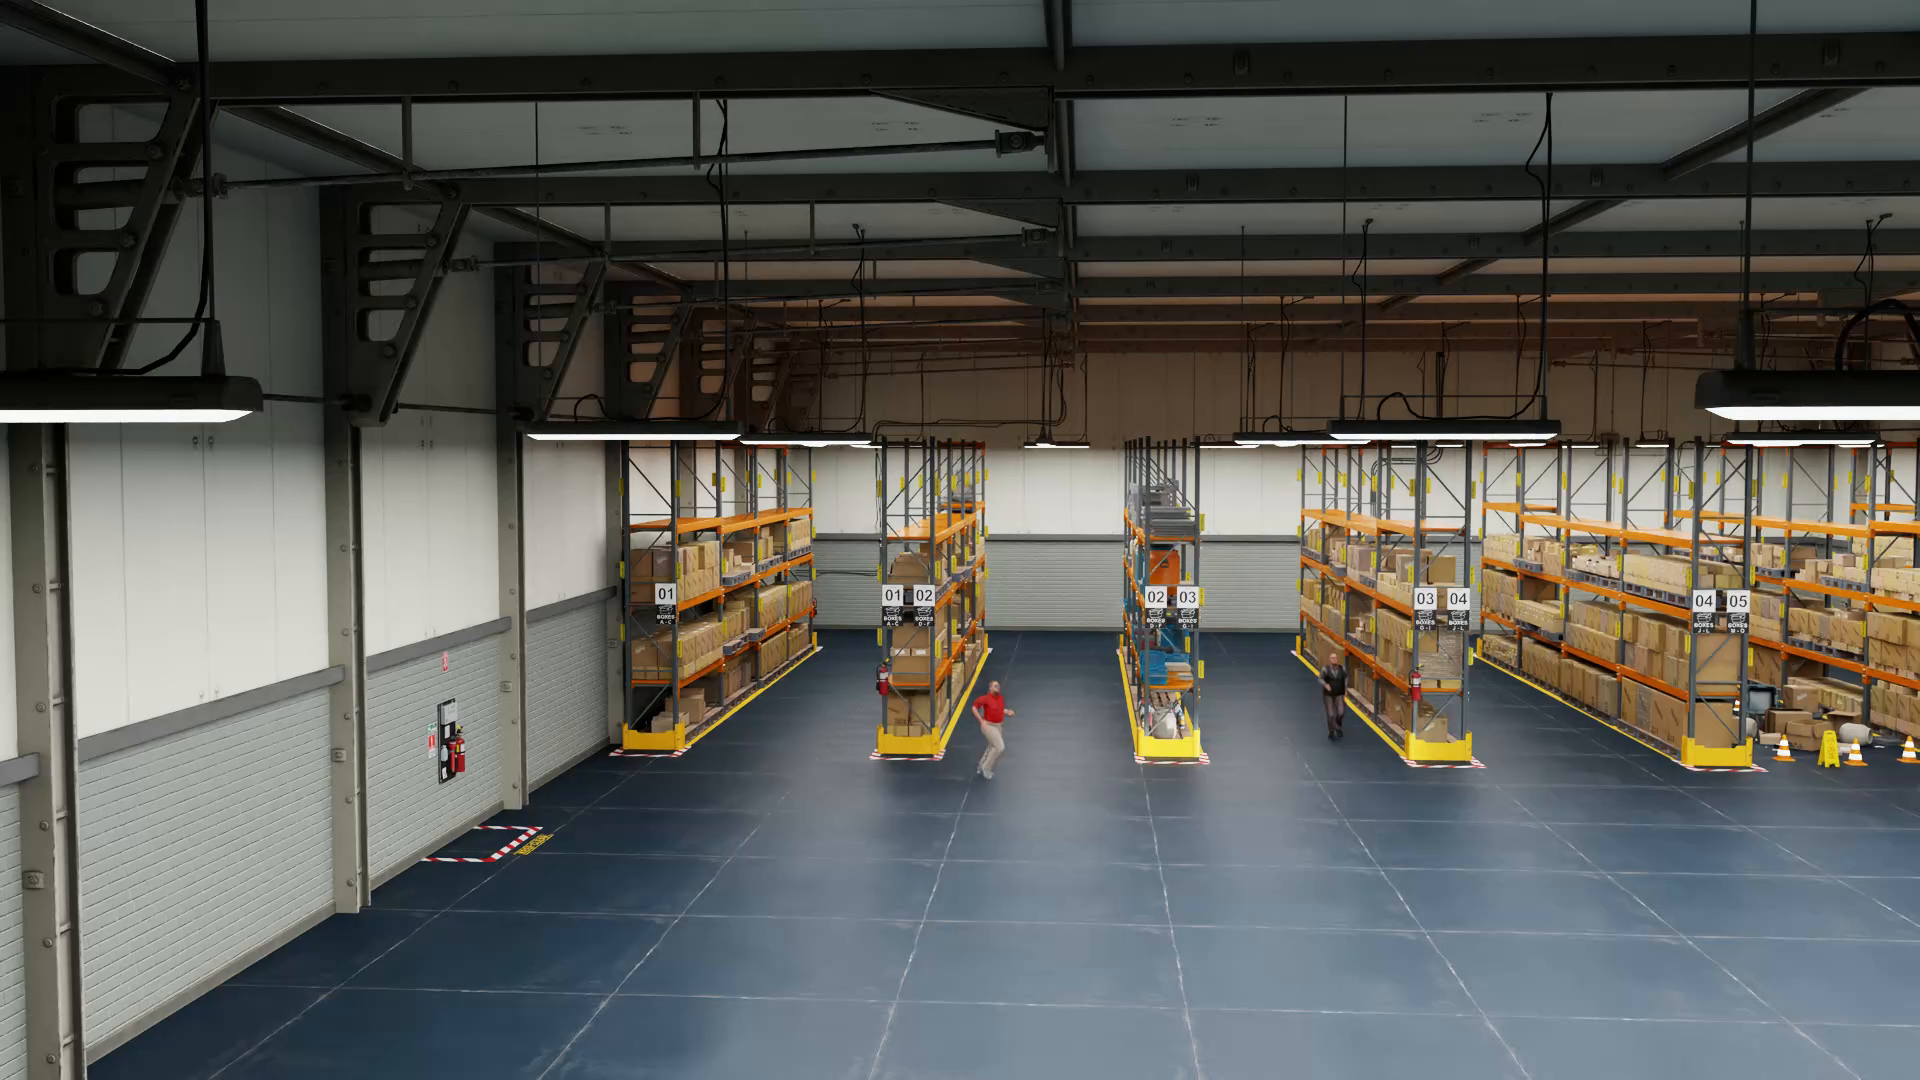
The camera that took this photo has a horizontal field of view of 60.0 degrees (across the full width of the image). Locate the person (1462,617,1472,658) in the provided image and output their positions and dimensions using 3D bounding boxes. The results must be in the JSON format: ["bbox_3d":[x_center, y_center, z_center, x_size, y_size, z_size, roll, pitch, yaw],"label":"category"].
[{"bbox_3d":[12.906,2.518,42.905,0.648,1.780,0.938,0,3,9],"label":"person"}]

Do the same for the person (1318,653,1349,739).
[{"bbox_3d":[7.435,3.102,33.053,0.642,1.698,0.665,0,3,7],"label":"person"}]

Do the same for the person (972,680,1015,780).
[{"bbox_3d":[0.612,3.328,29.061,0.709,1.755,0.631,2,4,35],"label":"person"}]
